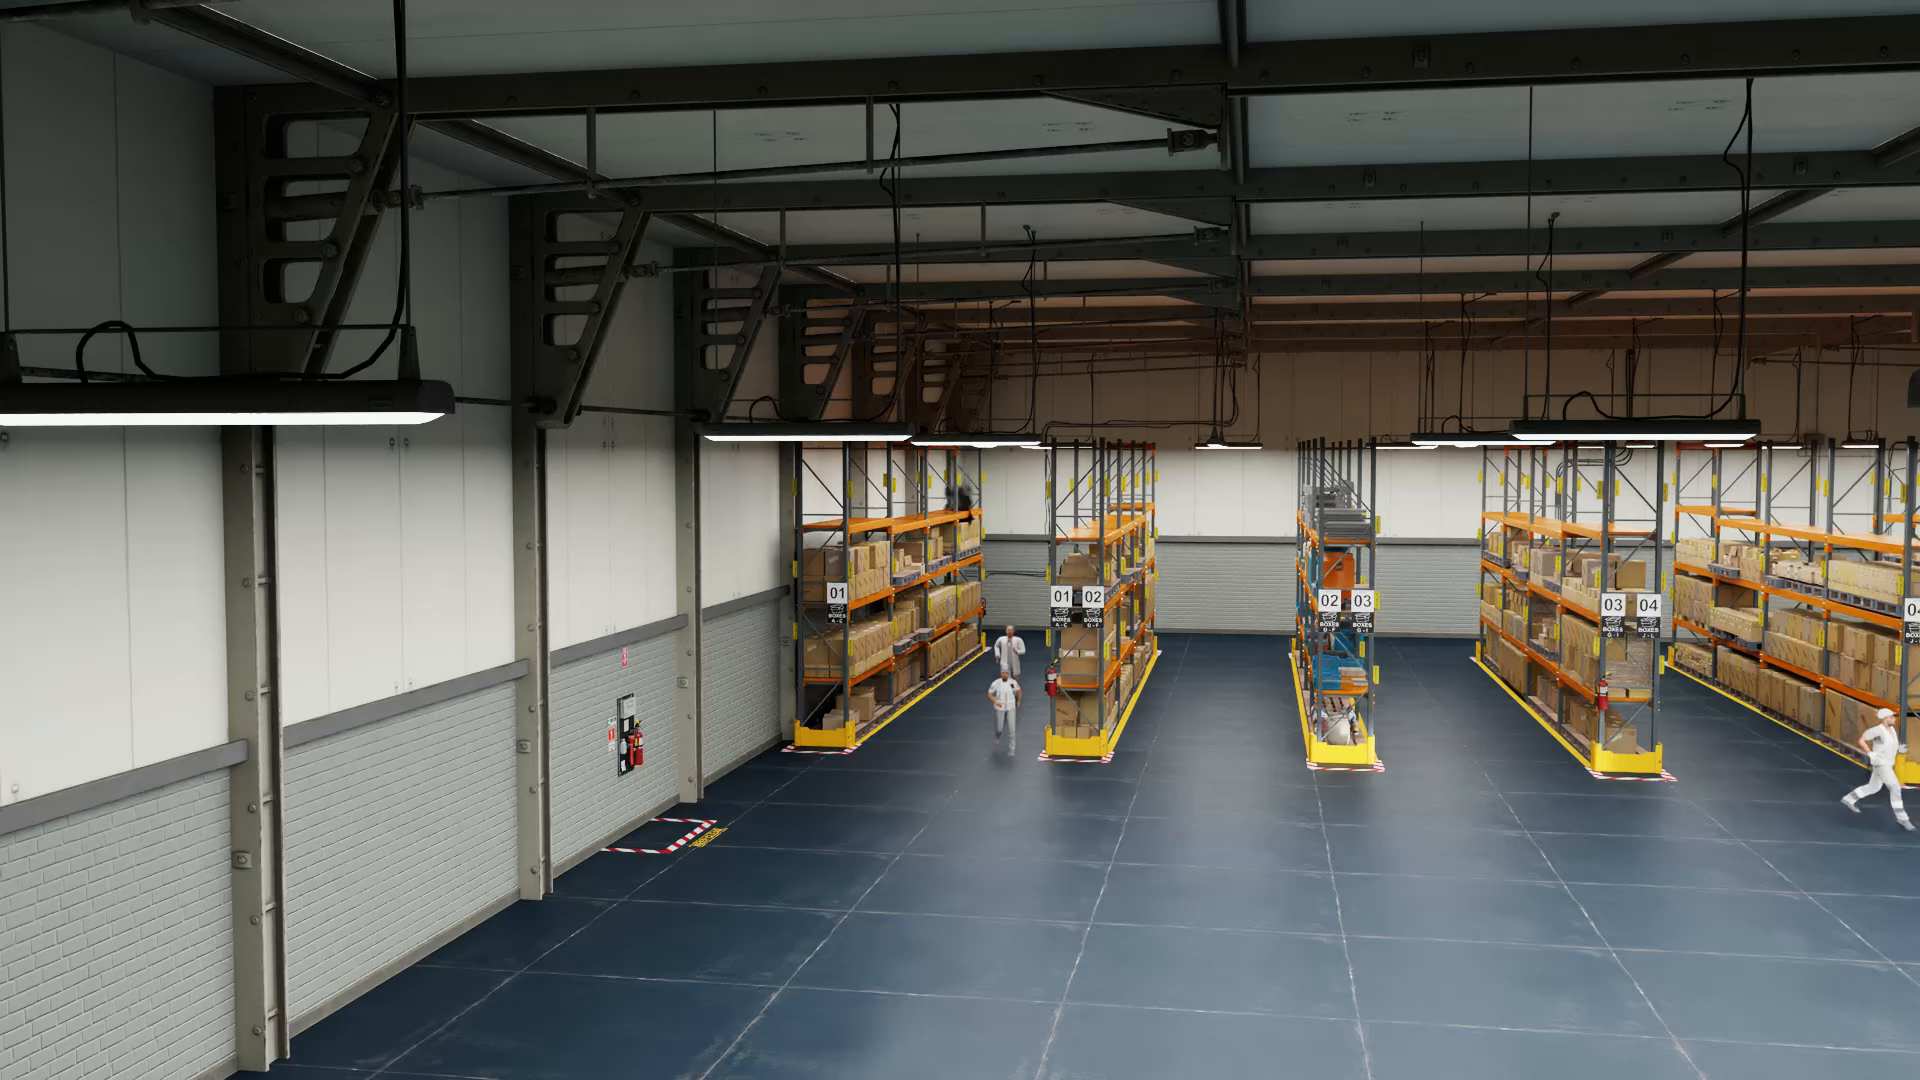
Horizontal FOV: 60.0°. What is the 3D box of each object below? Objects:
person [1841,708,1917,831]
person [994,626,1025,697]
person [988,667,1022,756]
[{"bbox_3d":[14.156,3.481,25.567,1.102,1.817,0.621,3,4,43],"label":"person"},{"bbox_3d":[1.129,2.818,37.747,0.710,1.753,1.054,0,3,0],"label":"person"},{"bbox_3d":[0.861,3.244,31.630,0.663,1.694,0.718,0,3,-5],"label":"person"}]
